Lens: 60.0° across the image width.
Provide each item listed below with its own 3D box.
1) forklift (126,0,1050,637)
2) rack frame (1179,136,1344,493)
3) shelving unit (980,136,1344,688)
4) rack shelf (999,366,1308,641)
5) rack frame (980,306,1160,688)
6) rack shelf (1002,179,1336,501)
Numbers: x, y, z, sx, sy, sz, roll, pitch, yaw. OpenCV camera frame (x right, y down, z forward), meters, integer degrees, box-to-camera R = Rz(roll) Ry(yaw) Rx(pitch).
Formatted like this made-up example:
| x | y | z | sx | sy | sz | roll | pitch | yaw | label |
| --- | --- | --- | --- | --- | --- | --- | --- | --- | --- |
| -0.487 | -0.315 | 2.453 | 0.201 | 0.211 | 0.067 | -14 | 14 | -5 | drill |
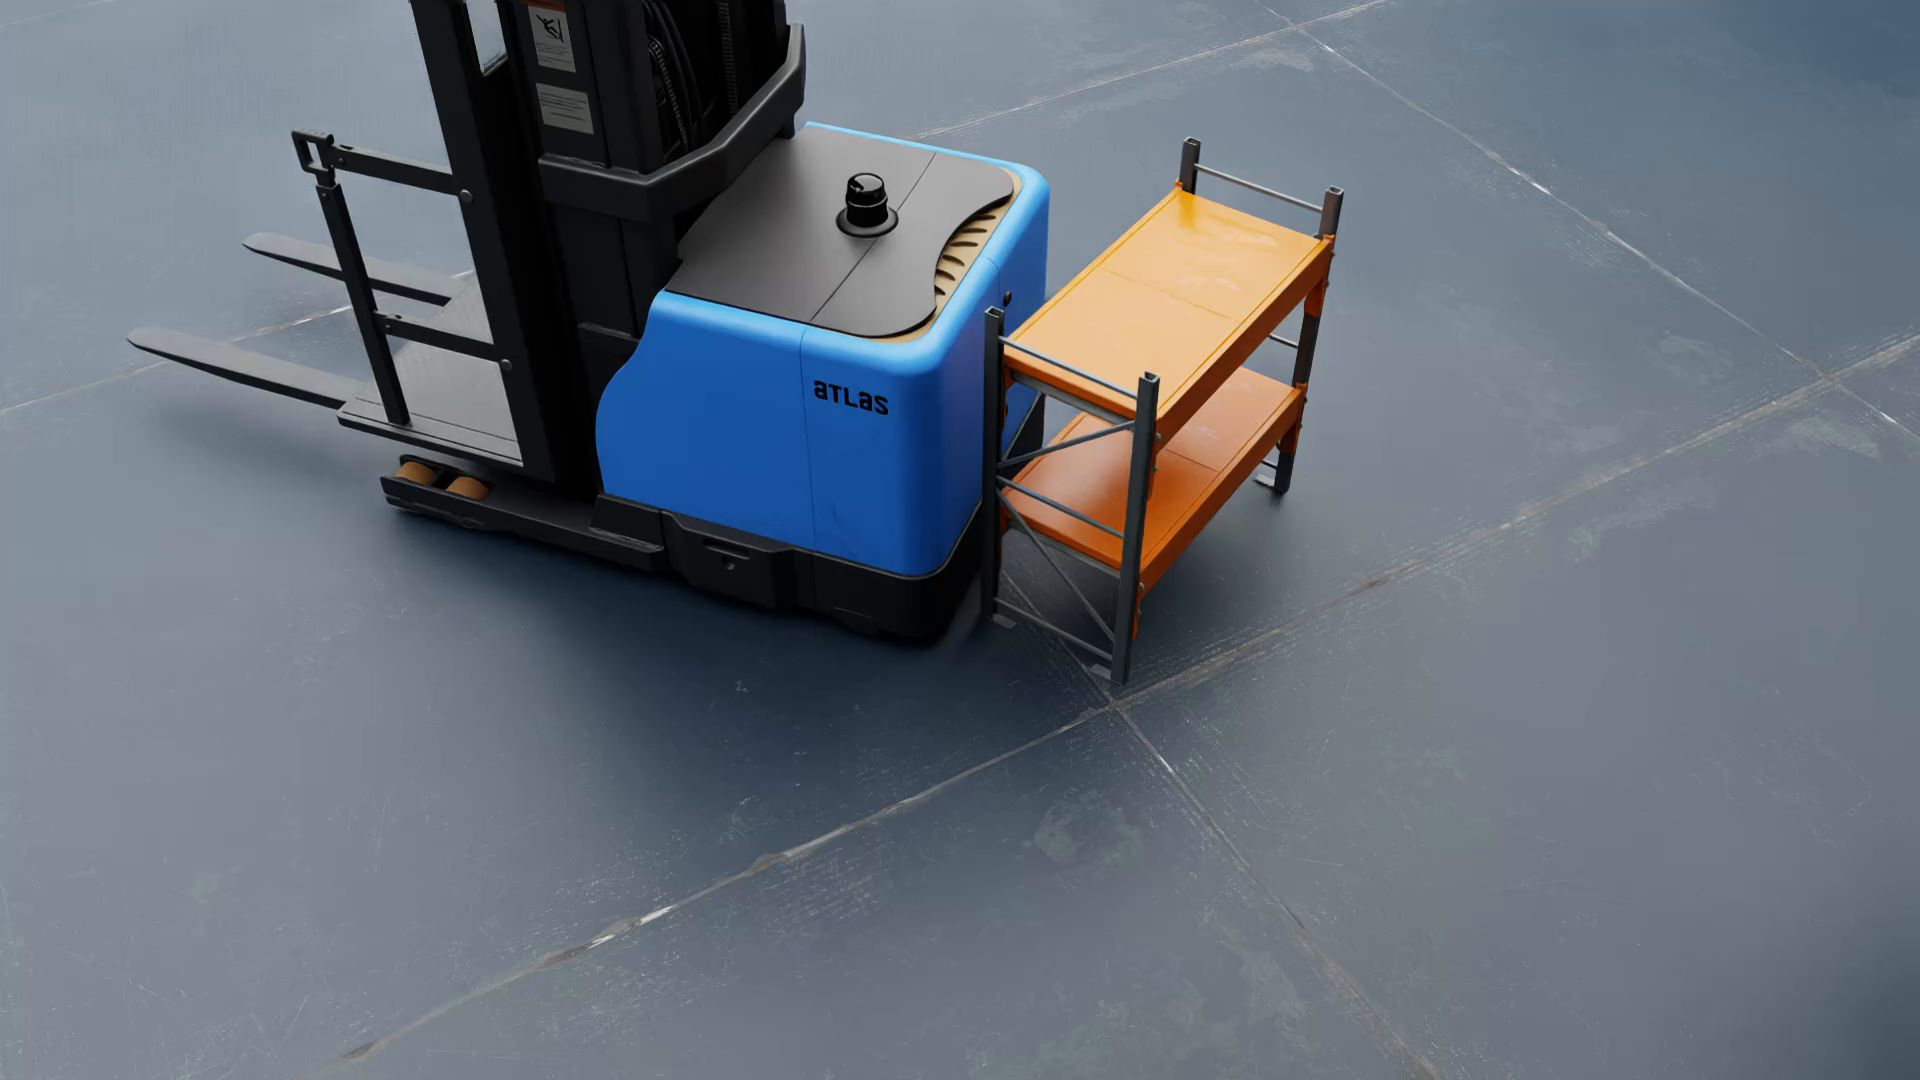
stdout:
| x | y | z | sx | sy | sz | roll | pitch | yaw | label |
| --- | --- | --- | --- | --- | --- | --- | --- | --- | --- |
| -1.297 | -1.415 | 4.603 | 3.031 | 2.935 | 1.130 | 15 | 46 | 15 | forklift |
| 0.861 | -0.665 | 5.127 | 0.500 | 1.125 | 0.032 | 26 | 50 | 24 | rack frame |
| 0.568 | -0.375 | 4.829 | 0.538 | 1.125 | 1.048 | 26 | 50 | 24 | shelving unit |
| 0.568 | -0.200 | 4.999 | 0.538 | 0.278 | 1.000 | 26 | 50 | 24 | rack shelf |
| 0.275 | -0.086 | 4.531 | 0.500 | 1.125 | 0.032 | 26 | 50 | 24 | rack frame |
| 0.568 | -0.585 | 4.625 | 0.538 | 0.278 | 1.000 | 26 | 50 | 24 | rack shelf |
